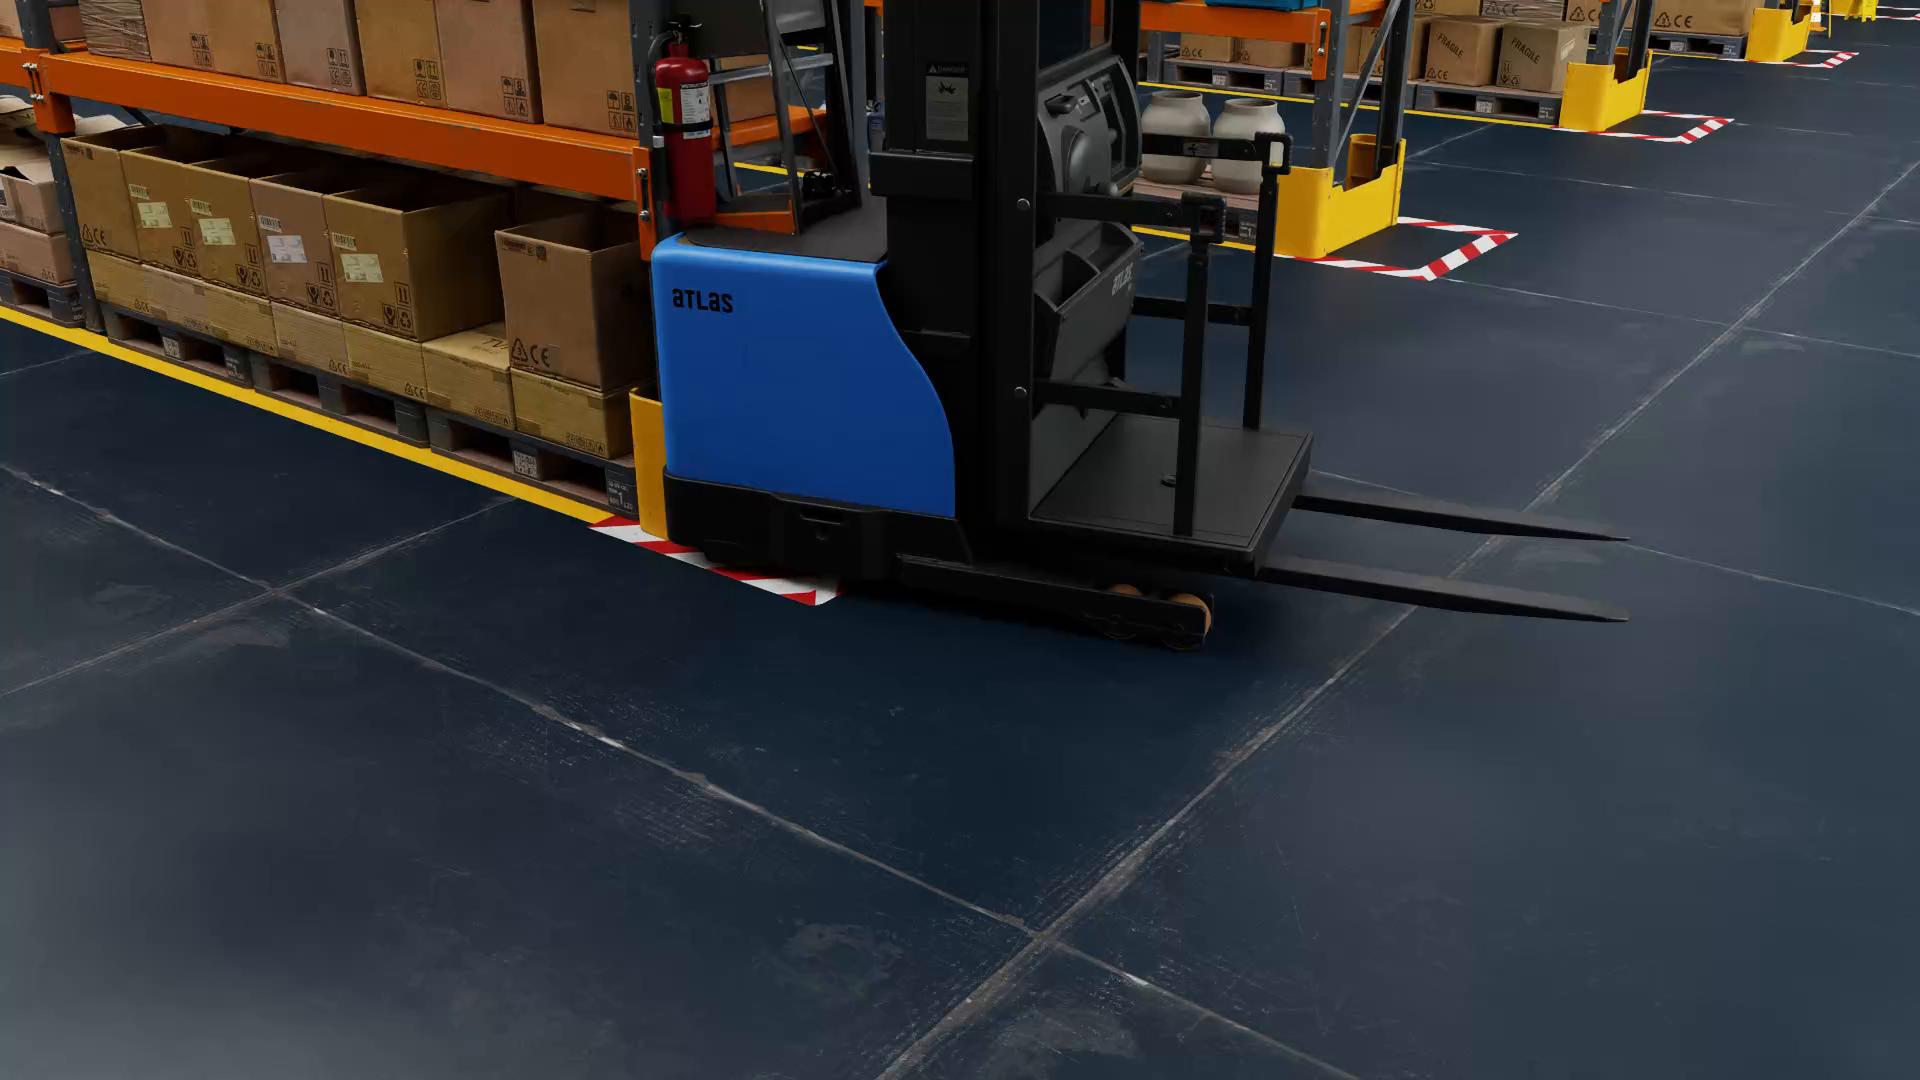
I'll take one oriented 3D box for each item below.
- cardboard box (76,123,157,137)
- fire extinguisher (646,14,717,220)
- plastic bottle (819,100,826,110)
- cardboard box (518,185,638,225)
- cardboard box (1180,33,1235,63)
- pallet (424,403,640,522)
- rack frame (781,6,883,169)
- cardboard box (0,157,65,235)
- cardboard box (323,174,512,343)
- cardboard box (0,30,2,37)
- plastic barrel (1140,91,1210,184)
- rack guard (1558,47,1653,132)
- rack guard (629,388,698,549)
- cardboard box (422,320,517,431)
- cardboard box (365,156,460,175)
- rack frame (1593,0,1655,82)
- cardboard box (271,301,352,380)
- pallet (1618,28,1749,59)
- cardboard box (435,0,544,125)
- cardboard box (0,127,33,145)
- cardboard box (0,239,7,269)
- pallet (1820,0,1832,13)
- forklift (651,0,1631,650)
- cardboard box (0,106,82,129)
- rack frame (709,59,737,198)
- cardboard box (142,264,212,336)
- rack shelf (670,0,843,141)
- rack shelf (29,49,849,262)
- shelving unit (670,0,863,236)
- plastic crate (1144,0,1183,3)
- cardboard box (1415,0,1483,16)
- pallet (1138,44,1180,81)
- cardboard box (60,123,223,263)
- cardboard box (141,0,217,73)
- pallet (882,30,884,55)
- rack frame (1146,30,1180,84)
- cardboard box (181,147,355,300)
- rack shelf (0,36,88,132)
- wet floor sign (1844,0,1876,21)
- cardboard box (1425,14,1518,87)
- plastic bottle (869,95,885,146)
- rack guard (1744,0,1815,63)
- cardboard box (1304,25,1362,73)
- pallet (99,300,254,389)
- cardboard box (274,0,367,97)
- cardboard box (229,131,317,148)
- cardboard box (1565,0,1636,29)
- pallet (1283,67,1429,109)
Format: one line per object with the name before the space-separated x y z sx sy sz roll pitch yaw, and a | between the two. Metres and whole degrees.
cardboard box | -4.461 -2.028 8.826 0.500 0.311 0.500 16 29 33
fire extinguisher | -0.866 -1.353 5.197 0.183 0.674 0.296 17 29 33
plastic bottle | -0.917 -2.866 11.372 0.097 0.271 0.097 0 24 0
cardboard box | -1.379 -1.166 6.635 0.500 0.500 0.500 17 29 33
cardboard box | 2.358 -4.668 15.204 0.500 0.500 0.500 16 28 32
pallet | -1.319 -0.462 6.538 1.213 0.211 1.003 17 29 33
rack frame | -0.909 -4.132 11.407 0.127 3.000 1.000 17 29 33
cardboard box | -4.378 -1.730 8.151 0.500 0.311 0.500 17 29 33
cardboard box | -2.098 -1.115 6.519 0.500 0.500 0.500 17 29 33
cardboard box | -4.696 -2.626 8.157 0.258 0.266 0.396 16 28 32
plastic barrel | 1.319 -2.474 10.209 0.421 0.512 0.421 0 24 0
rack guard | 5.202 -3.637 13.384 0.348 0.500 1.175 17 29 33
rack guard | -0.662 -0.417 6.077 0.348 0.500 1.175 17 29 33
cardboard box | -1.695 -0.652 6.400 0.500 0.250 0.500 17 29 33
cardboard box | -2.176 -1.409 7.187 0.500 0.500 0.500 17 29 33
rack frame | 5.263 -4.762 12.838 0.127 3.000 1.000 17 29 33
cardboard box | -2.495 -0.894 6.949 0.500 0.250 0.500 17 29 33
pallet | 7.631 -5.230 17.359 1.213 0.211 1.003 17 29 33
cardboard box | -1.471 -1.855 6.117 0.500 0.500 0.700 18 29 35
cardboard box | -5.196 -1.976 8.707 0.500 0.311 0.500 17 29 33
cardboard box | -4.792 -1.598 8.546 0.500 0.250 0.500 16 29 33
pallet | 10.516 -6.910 21.171 1.213 0.211 1.003 17 29 33
forklift | 0.584 -1.253 4.958 3.031 2.935 1.130 9 25 19
cardboard box | -5.295 -2.277 9.390 0.500 0.311 0.500 18 29 35
rack frame | -0.835 -0.922 5.635 0.015 2.100 0.400 4 22 27
cardboard box | -3.296 -1.136 7.497 0.500 0.250 0.500 17 29 33
rack shelf | -0.693 -1.552 5.298 0.480 0.518 0.431 4 22 27
rack shelf | -2.282 -1.721 6.829 4.000 0.370 1.077 17 29 33
shelving unit | -0.619 -0.908 5.523 0.503 2.100 0.431 4 22 27
plastic crate | 1.196 -3.280 9.658 0.408 0.251 0.499 17 29 33
cardboard box | 5.579 -6.351 18.558 0.875 0.875 0.875 17 29 34
pallet | 1.438 -4.641 16.022 1.213 0.211 1.003 17 29 33
cardboard box | -3.699 -1.598 7.616 0.500 0.500 0.500 17 29 33
cardboard box | -3.098 -2.349 7.238 0.500 0.500 0.700 16 29 33
pallet | -0.515 -5.231 17.361 1.213 0.211 1.003 17 29 33
rack frame | 2.062 -5.730 15.034 0.127 3.000 1.000 17 29 33
cardboard box | -2.899 -1.356 7.068 0.500 0.500 0.500 17 29 33
rack shelf | -5.483 -2.689 9.024 4.000 0.370 1.077 17 29 33
wet floor sign | 10.716 -6.491 19.682 0.267 0.644 0.232 -15 28 -30
cardboard box | 4.274 -4.100 13.916 0.500 0.500 0.500 -17 29 -34
plastic bottle | -0.512 -2.792 11.105 0.185 0.351 0.144 18 29 35
rack guard | 8.337 -5.188 16.906 0.348 0.500 1.175 17 29 33
cardboard box | 3.365 -4.407 14.612 0.500 0.500 0.500 14 27 29
pallet | -3.271 -1.053 7.877 1.213 0.211 1.003 17 29 33
cardboard box | -2.288 -2.103 6.679 0.500 0.500 0.700 18 29 35
cardboard box | -2.987 -1.645 7.723 0.500 0.500 0.500 17 29 33
cardboard box | 7.031 -5.913 17.564 0.875 0.875 0.875 16 29 32
pallet | 3.601 -4.008 14.584 1.213 0.211 1.003 17 29 33
